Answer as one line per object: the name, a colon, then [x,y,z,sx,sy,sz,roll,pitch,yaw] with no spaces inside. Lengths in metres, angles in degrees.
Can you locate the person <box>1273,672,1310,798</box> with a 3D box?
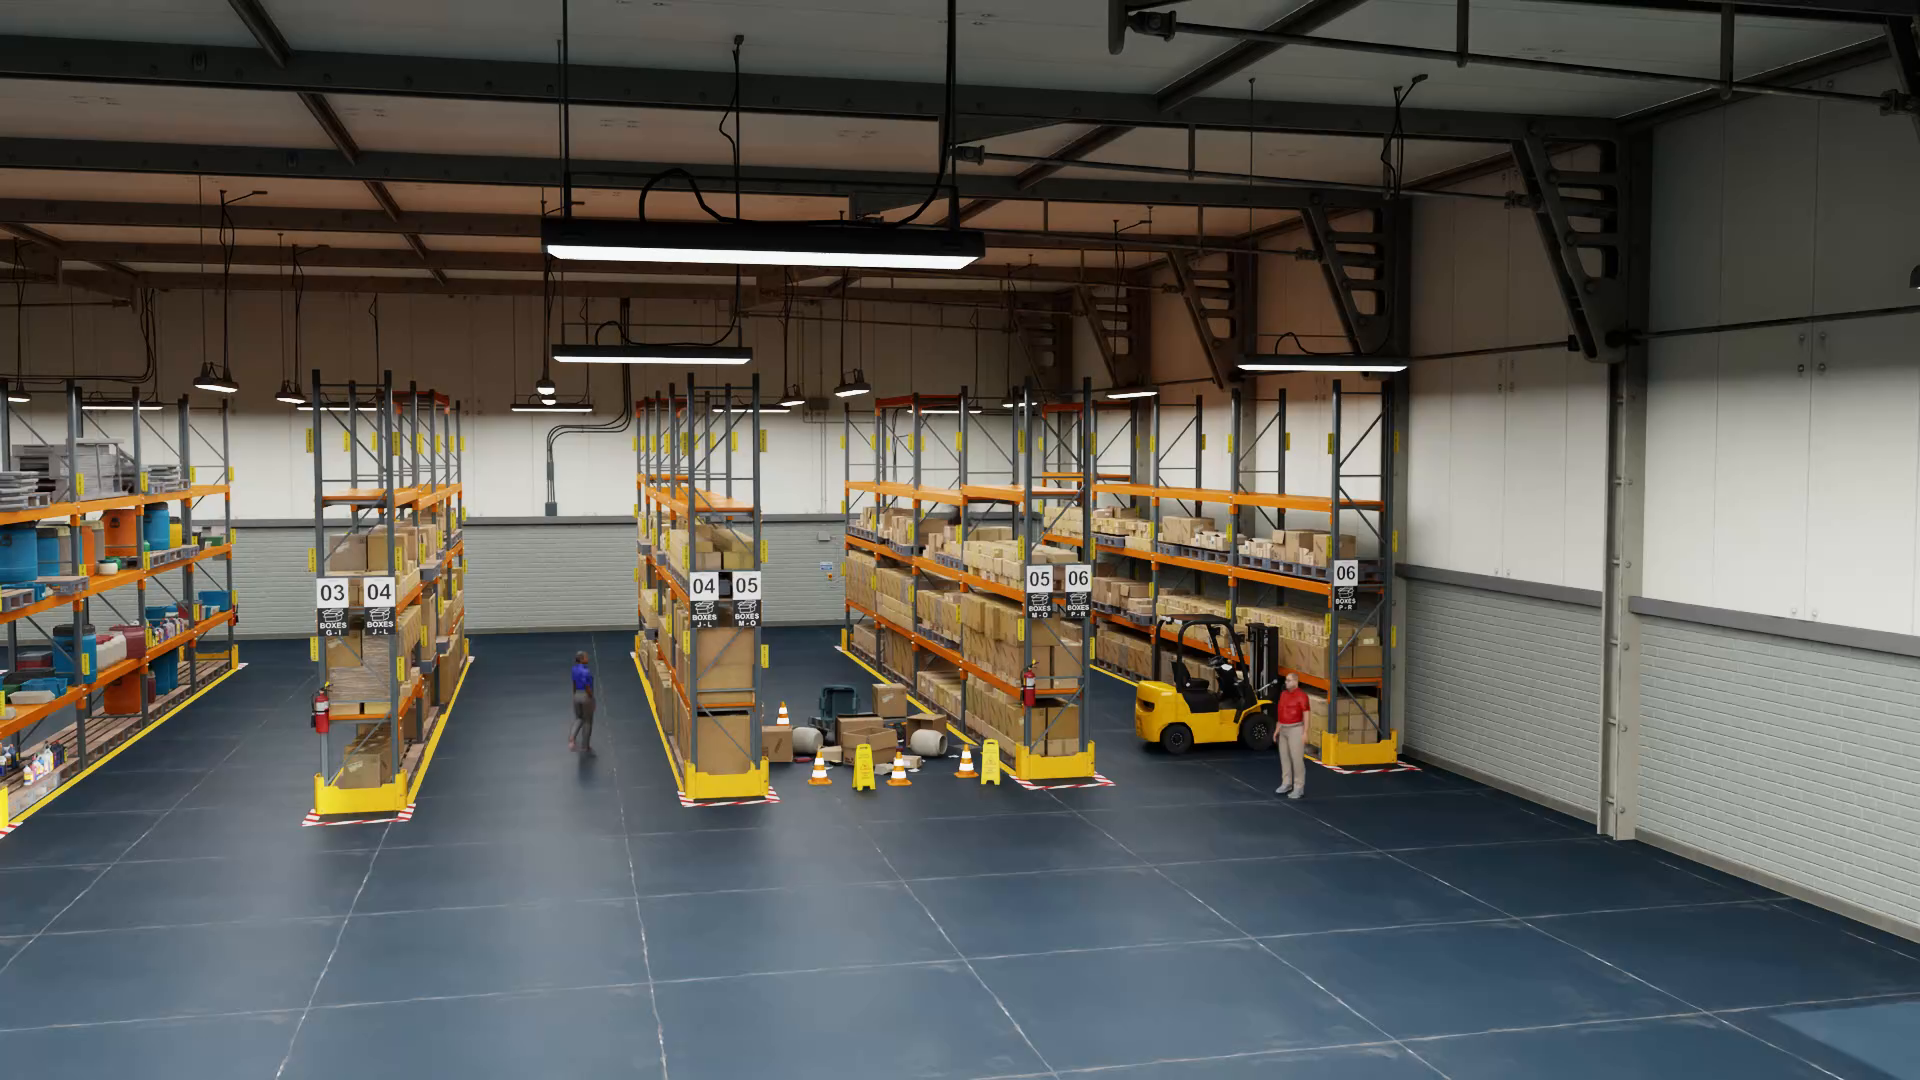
person: [4.715,2.769,23.773,0.407,1.746,0.567,-2,4,-29]

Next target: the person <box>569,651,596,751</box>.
person: [-6.124,2.611,26.924,0.447,1.646,0.501,1,4,20]
